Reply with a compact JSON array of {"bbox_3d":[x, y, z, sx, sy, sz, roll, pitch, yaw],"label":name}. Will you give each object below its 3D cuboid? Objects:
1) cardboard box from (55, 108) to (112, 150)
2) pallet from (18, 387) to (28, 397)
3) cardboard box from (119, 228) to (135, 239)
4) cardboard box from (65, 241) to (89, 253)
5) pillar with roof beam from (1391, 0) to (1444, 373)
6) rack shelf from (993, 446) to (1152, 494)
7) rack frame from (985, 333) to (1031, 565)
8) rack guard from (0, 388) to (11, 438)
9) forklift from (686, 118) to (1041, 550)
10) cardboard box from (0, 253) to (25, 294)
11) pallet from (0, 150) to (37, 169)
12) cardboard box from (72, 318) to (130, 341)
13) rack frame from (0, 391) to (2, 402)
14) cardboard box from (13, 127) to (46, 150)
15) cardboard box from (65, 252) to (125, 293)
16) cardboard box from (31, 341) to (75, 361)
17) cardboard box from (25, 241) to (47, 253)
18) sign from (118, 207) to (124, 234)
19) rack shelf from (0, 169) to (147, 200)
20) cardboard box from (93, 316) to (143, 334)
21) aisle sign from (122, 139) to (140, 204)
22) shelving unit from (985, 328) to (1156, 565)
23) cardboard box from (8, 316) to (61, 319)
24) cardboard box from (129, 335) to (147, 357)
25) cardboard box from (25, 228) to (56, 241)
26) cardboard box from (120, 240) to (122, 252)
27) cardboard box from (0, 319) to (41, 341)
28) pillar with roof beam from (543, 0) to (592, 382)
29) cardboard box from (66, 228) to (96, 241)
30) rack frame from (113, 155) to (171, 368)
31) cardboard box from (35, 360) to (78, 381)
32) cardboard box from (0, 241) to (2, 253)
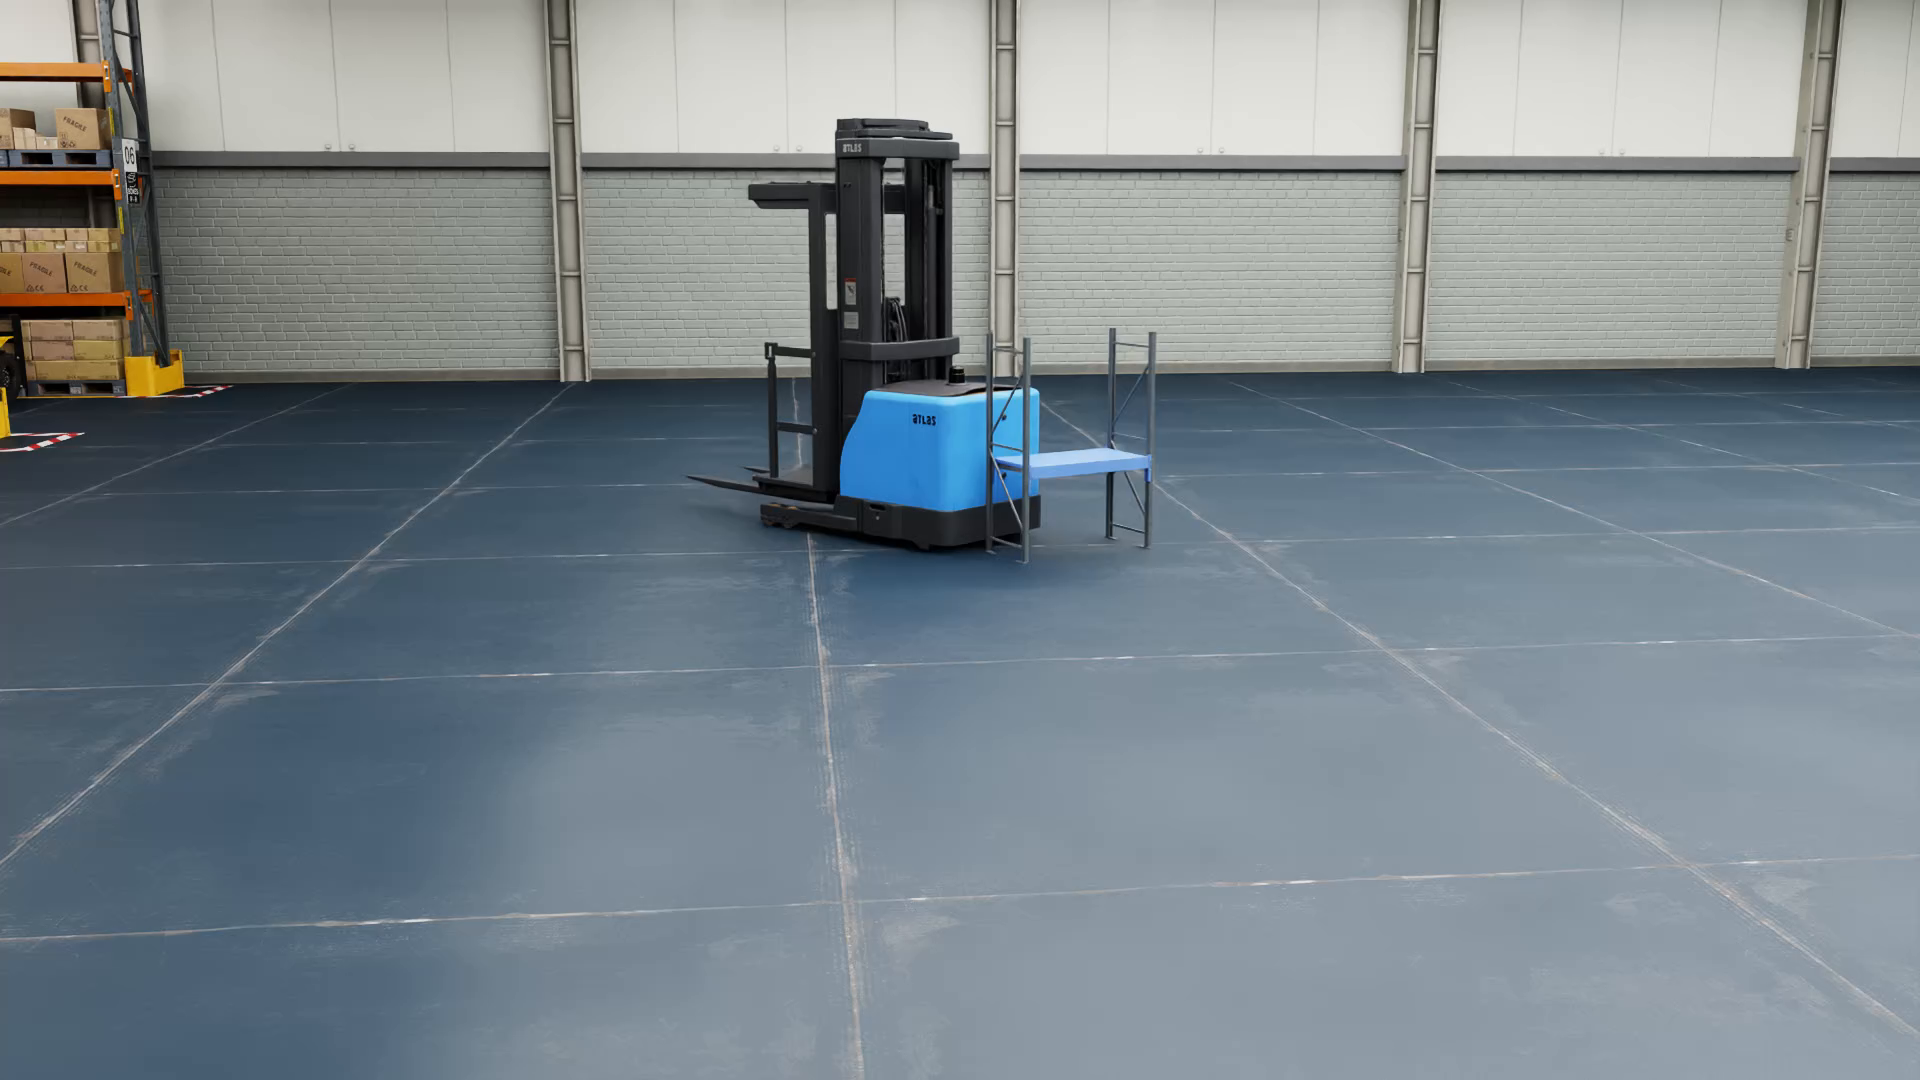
[{"bbox_3d":[-10.939,-5.132,20.814,0.500,0.500,0.500,-1,11,-4],"label":"cardboard box"},{"bbox_3d":[-12.491,-1.995,21.469,1.213,0.211,1.003,-1,11,-6],"label":"pallet"},{"bbox_3d":[-10.883,-3.959,21.520,0.250,0.149,0.380,-1,11,-7],"label":"cardboard box"},{"bbox_3d":[-11.091,-3.707,21.009,0.250,0.149,0.380,-1,11,-5],"label":"cardboard box"},{"bbox_3d":[7.044,-6.063,19.382,0.400,9.000,9.100,-1,11,-6],"label":"pillar with roof beam"},{"bbox_3d":[0.753,-0.488,11.392,1.000,0.185,0.538,-7,13,-30],"label":"rack shelf"},{"bbox_3d":[0.317,-0.614,11.102,0.032,1.500,0.500,-7,13,-30],"label":"rack frame"},{"bbox_3d":[-10.061,-1.232,16.839,0.348,0.500,1.175,-1,11,-6],"label":"rack guard"},{"bbox_3d":[-0.853,-1.586,12.338,3.031,2.935,1.130,10,15,41],"label":"forklift"},{"bbox_3d":[-12.013,-3.381,21.029,0.500,0.500,0.500,-1,11,-7],"label":"cardboard box"},{"bbox_3d":[-12.447,-4.805,20.985,1.213,0.211,1.003,-1,11,-6],"label":"pallet"},{"bbox_3d":[-10.950,-2.690,21.223,0.500,0.250,0.500,-1,11,-4],"label":"cardboard box"},{"bbox_3d":[-9.986,-2.460,16.606,0.127,3.000,1.000,-1,11,-6],"label":"rack frame"},{"bbox_3d":[-11.569,-4.992,20.710,0.258,0.266,0.396,-1,11,-6],"label":"cardboard box"},{"bbox_3d":[-10.987,-3.400,21.130,0.500,0.500,0.500,-1,11,-7],"label":"cardboard box"},{"bbox_3d":[-11.476,-2.436,21.225,0.500,0.250,0.500,-1,11,-7],"label":"cardboard box"},{"bbox_3d":[-11.603,-3.711,21.026,0.250,0.149,0.380,-1,11,-6],"label":"cardboard box"},{"bbox_3d":[-10.481,-3.992,20.782,0.005,0.325,0.100,-1,11,-6],"label":"sign"},{"bbox_3d":[-12.514,-4.489,21.016,4.000,0.370,1.077,-1,11,-6],"label":"rack shelf"},{"bbox_3d":[-11.024,-2.786,21.710,0.500,0.250,0.500,-1,11,-7],"label":"cardboard box"},{"bbox_3d":[-10.429,-4.633,20.917,0.004,0.787,0.394,-1,11,-6],"label":"aisle sign"},{"bbox_3d":[0.753,-0.664,11.358,1.048,1.500,0.538,-7,13,-30],"label":"shelving unit"},{"bbox_3d":[-12.019,-2.766,21.611,0.500,0.250,0.500,-1,11,-6],"label":"cardboard box"},{"bbox_3d":[-11.015,-2.544,21.777,0.500,0.250,0.500,-1,11,-5],"label":"cardboard box"},{"bbox_3d":[-11.614,-3.865,21.039,0.250,0.149,0.380,-1,11,-6],"label":"cardboard box"},{"bbox_3d":[-10.891,-3.822,21.593,0.250,0.149,0.380,-1,11,-8],"label":"cardboard box"},{"bbox_3d":[-11.957,-2.666,21.100,0.500,0.250,0.500,-1,11,-5],"label":"cardboard box"},{"bbox_3d":[-4.885,-5.813,18.111,0.400,9.000,9.100,-1,11,-6],"label":"pillar with roof beam"},{"bbox_3d":[-11.101,-3.866,21.047,0.250,0.149,0.380,-1,11,-6],"label":"cardboard box"},{"bbox_3d":[-10.526,-3.412,21.448,0.127,3.000,1.000,-1,11,-6],"label":"rack frame"},{"bbox_3d":[-11.454,-2.190,21.271,0.500,0.250,0.500,-1,11,-6],"label":"cardboard box"},{"bbox_3d":[-12.113,-3.687,20.906,0.250,0.149,0.380,-1,11,-6],"label":"cardboard box"}]
